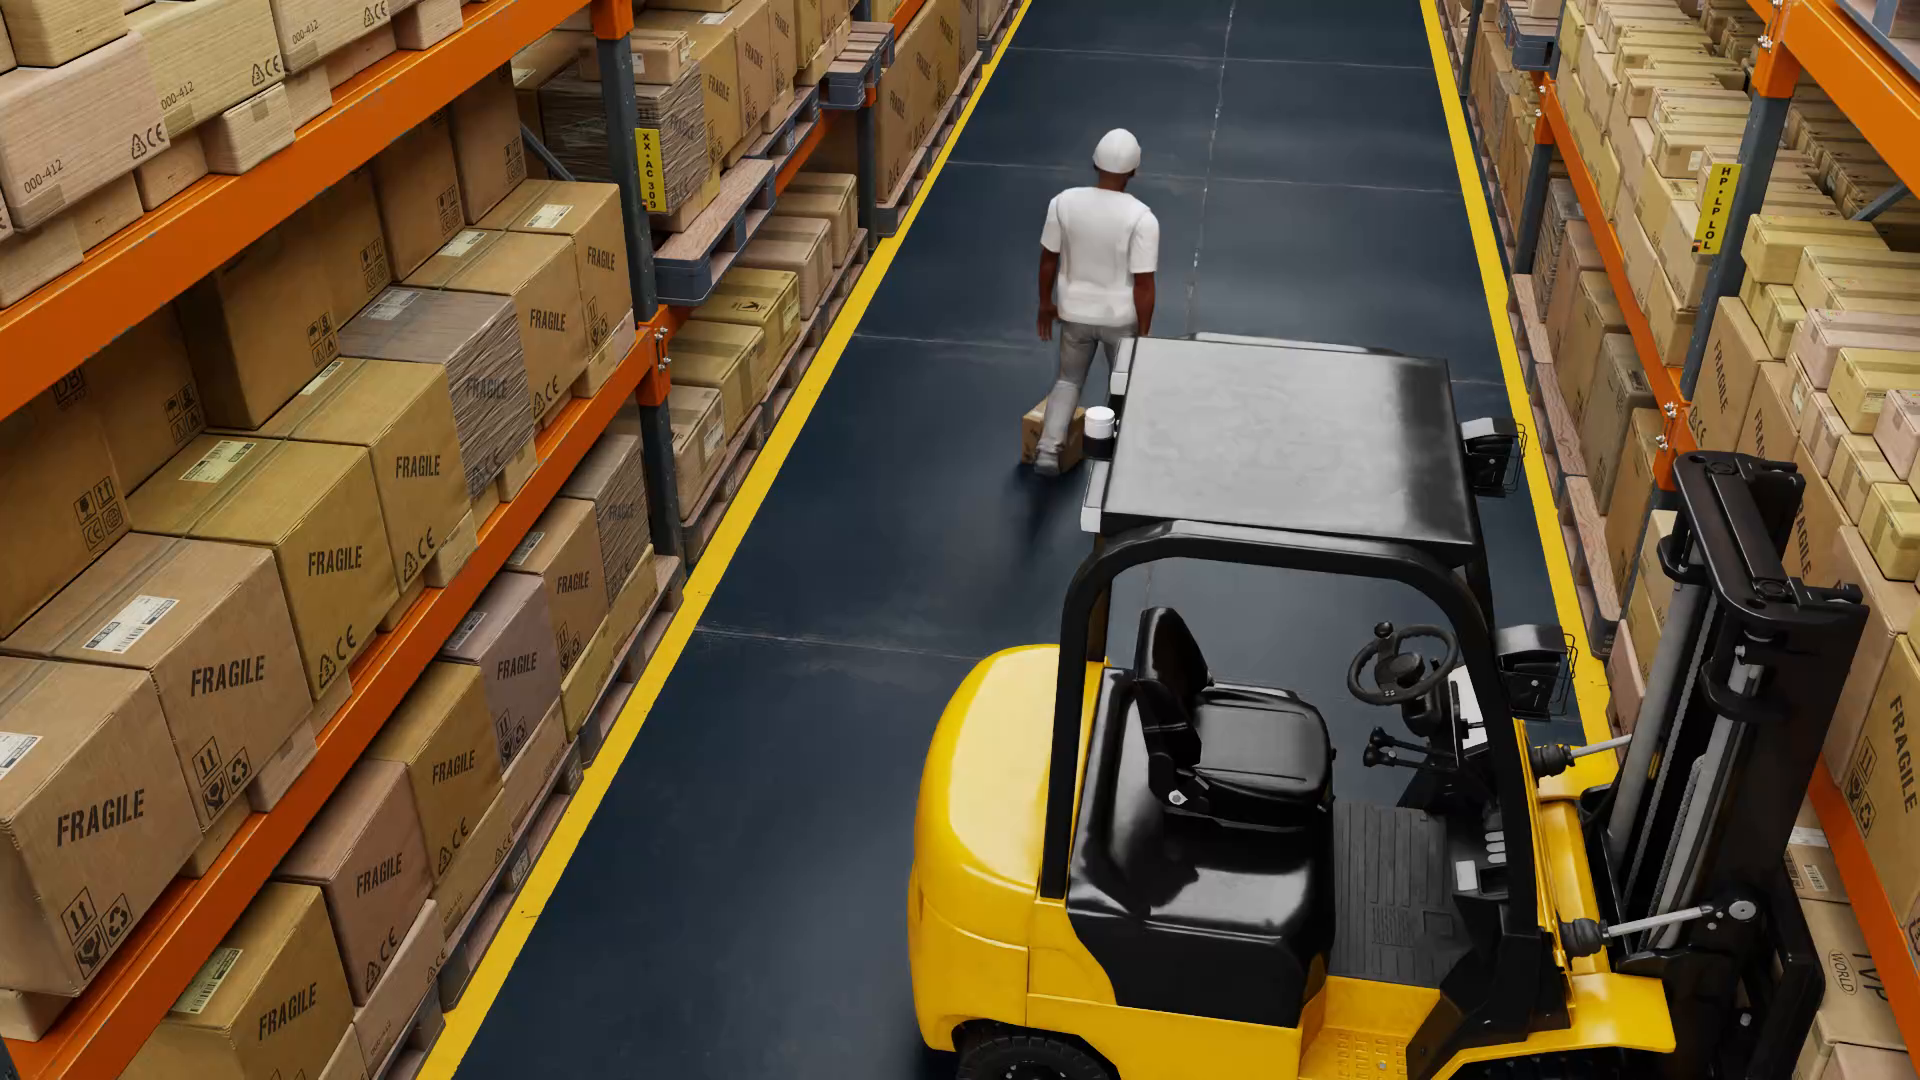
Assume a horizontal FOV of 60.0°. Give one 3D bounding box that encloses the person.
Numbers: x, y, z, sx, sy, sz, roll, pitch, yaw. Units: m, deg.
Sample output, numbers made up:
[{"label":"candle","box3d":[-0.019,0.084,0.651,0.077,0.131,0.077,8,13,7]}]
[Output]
[{"label":"person","box3d":[0.651,-1.353,7.633,0.587,1.082,0.371,14,35,21]}]
